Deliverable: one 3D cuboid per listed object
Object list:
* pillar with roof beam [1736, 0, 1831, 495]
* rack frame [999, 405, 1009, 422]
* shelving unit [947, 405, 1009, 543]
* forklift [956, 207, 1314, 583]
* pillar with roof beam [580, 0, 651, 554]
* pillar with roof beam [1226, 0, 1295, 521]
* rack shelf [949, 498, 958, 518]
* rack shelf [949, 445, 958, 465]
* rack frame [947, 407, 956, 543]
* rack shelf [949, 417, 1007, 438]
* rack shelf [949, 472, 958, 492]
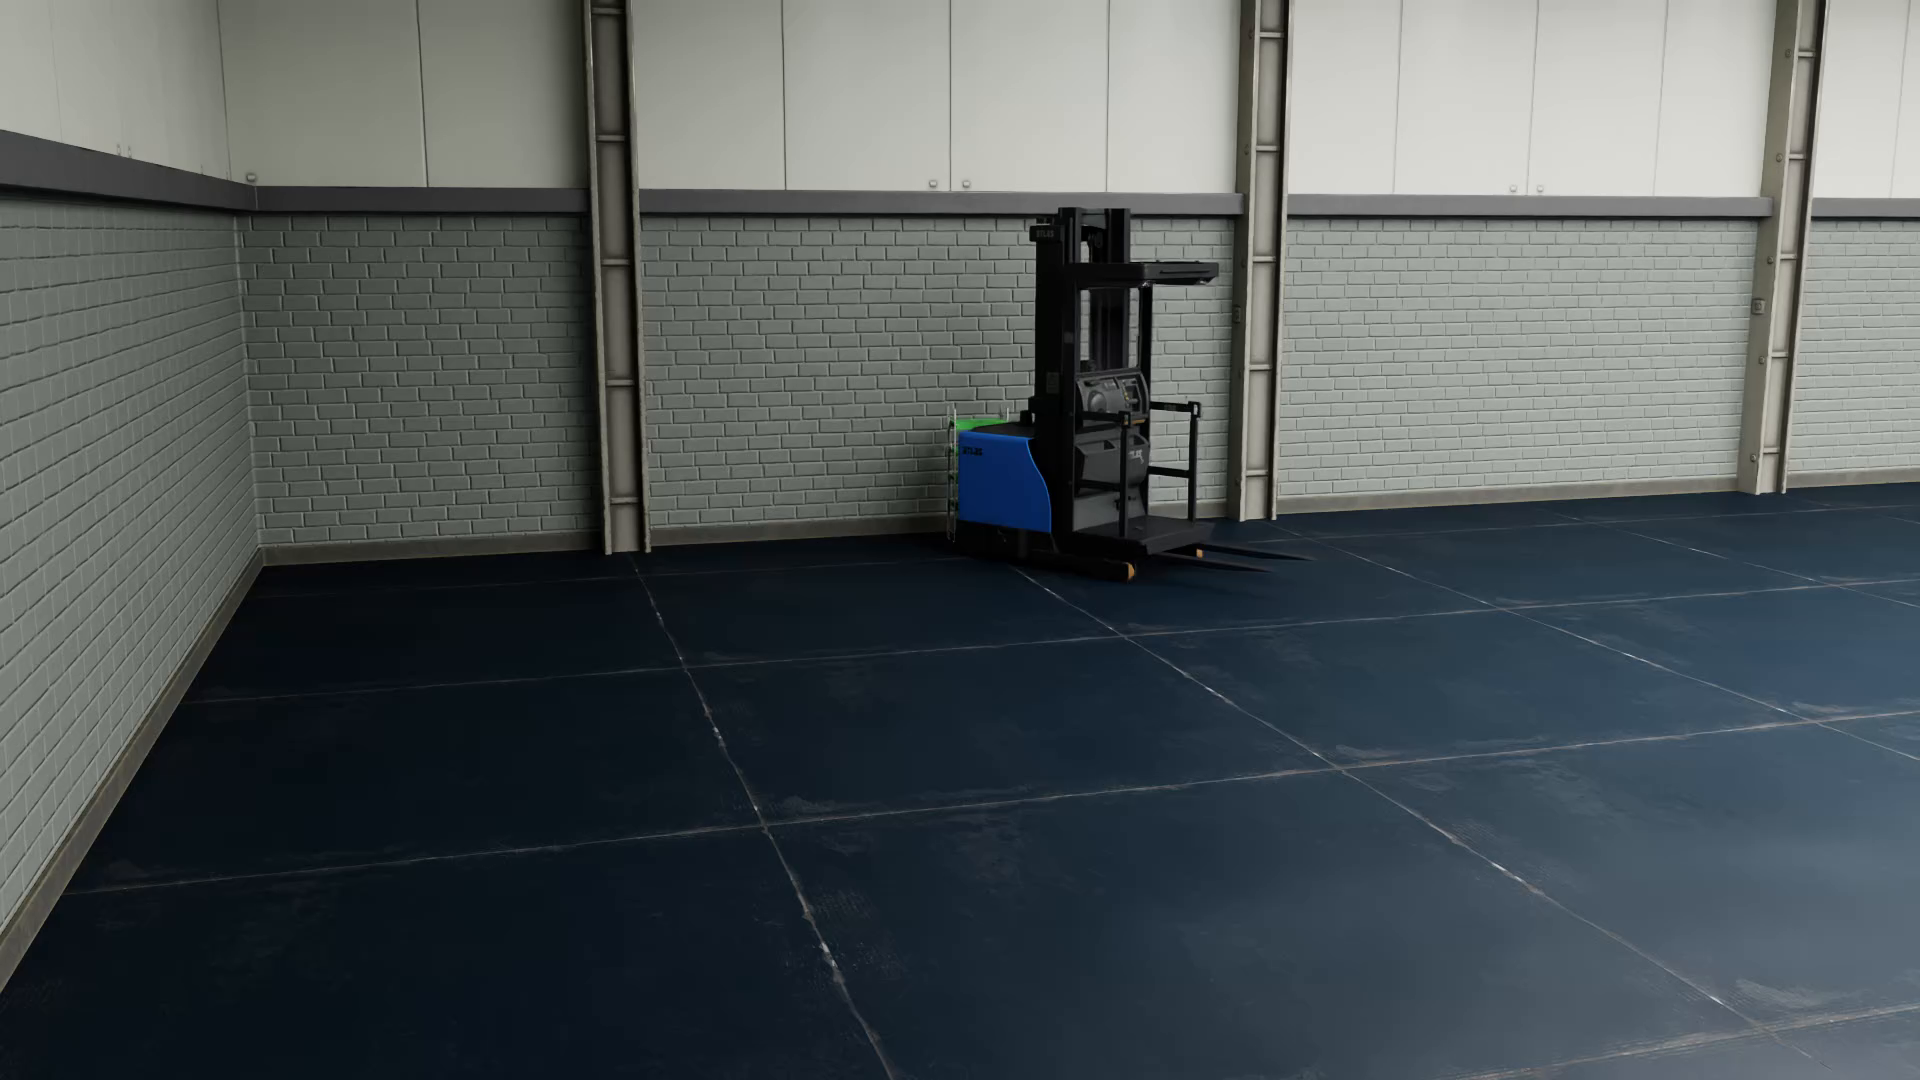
[{"bbox_3d":[9.803,-4.197,12.988,0.400,9.000,9.100,-3,11,-16],"label":"pillar with roof beam"},{"bbox_3d":[0.393,-0.611,15.050,0.015,1.200,0.240,-3,11,-16],"label":"rack frame"},{"bbox_3d":[0.159,-0.598,14.983,0.503,1.200,0.258,-3,11,-16],"label":"shelving unit"},{"bbox_3d":[1.415,-1.210,13.526,3.031,2.935,1.130,9,14,40],"label":"forklift"},{"bbox_3d":[-1.719,-3.589,9.689,0.400,9.000,9.100,-3,11,-16],"label":"pillar with roof beam"},{"bbox_3d":[4.042,-3.893,11.338,0.400,9.000,9.100,-3,11,-16],"label":"pillar with roof beam"},{"bbox_3d":[0.159,-0.300,15.038,0.480,0.148,0.258,-3,11,-16],"label":"rack shelf"},{"bbox_3d":[0.159,-0.772,14.951,0.480,0.148,0.258,-3,11,-16],"label":"rack shelf"},{"bbox_3d":[-0.075,-0.586,14.916,0.015,1.200,0.240,-3,11,-16],"label":"rack frame"},{"bbox_3d":[0.159,-1.008,14.908,0.480,0.148,0.258,-3,11,-16],"label":"rack shelf"},{"bbox_3d":[0.159,-0.536,14.995,0.480,0.148,0.258,-3,11,-16],"label":"rack shelf"}]
